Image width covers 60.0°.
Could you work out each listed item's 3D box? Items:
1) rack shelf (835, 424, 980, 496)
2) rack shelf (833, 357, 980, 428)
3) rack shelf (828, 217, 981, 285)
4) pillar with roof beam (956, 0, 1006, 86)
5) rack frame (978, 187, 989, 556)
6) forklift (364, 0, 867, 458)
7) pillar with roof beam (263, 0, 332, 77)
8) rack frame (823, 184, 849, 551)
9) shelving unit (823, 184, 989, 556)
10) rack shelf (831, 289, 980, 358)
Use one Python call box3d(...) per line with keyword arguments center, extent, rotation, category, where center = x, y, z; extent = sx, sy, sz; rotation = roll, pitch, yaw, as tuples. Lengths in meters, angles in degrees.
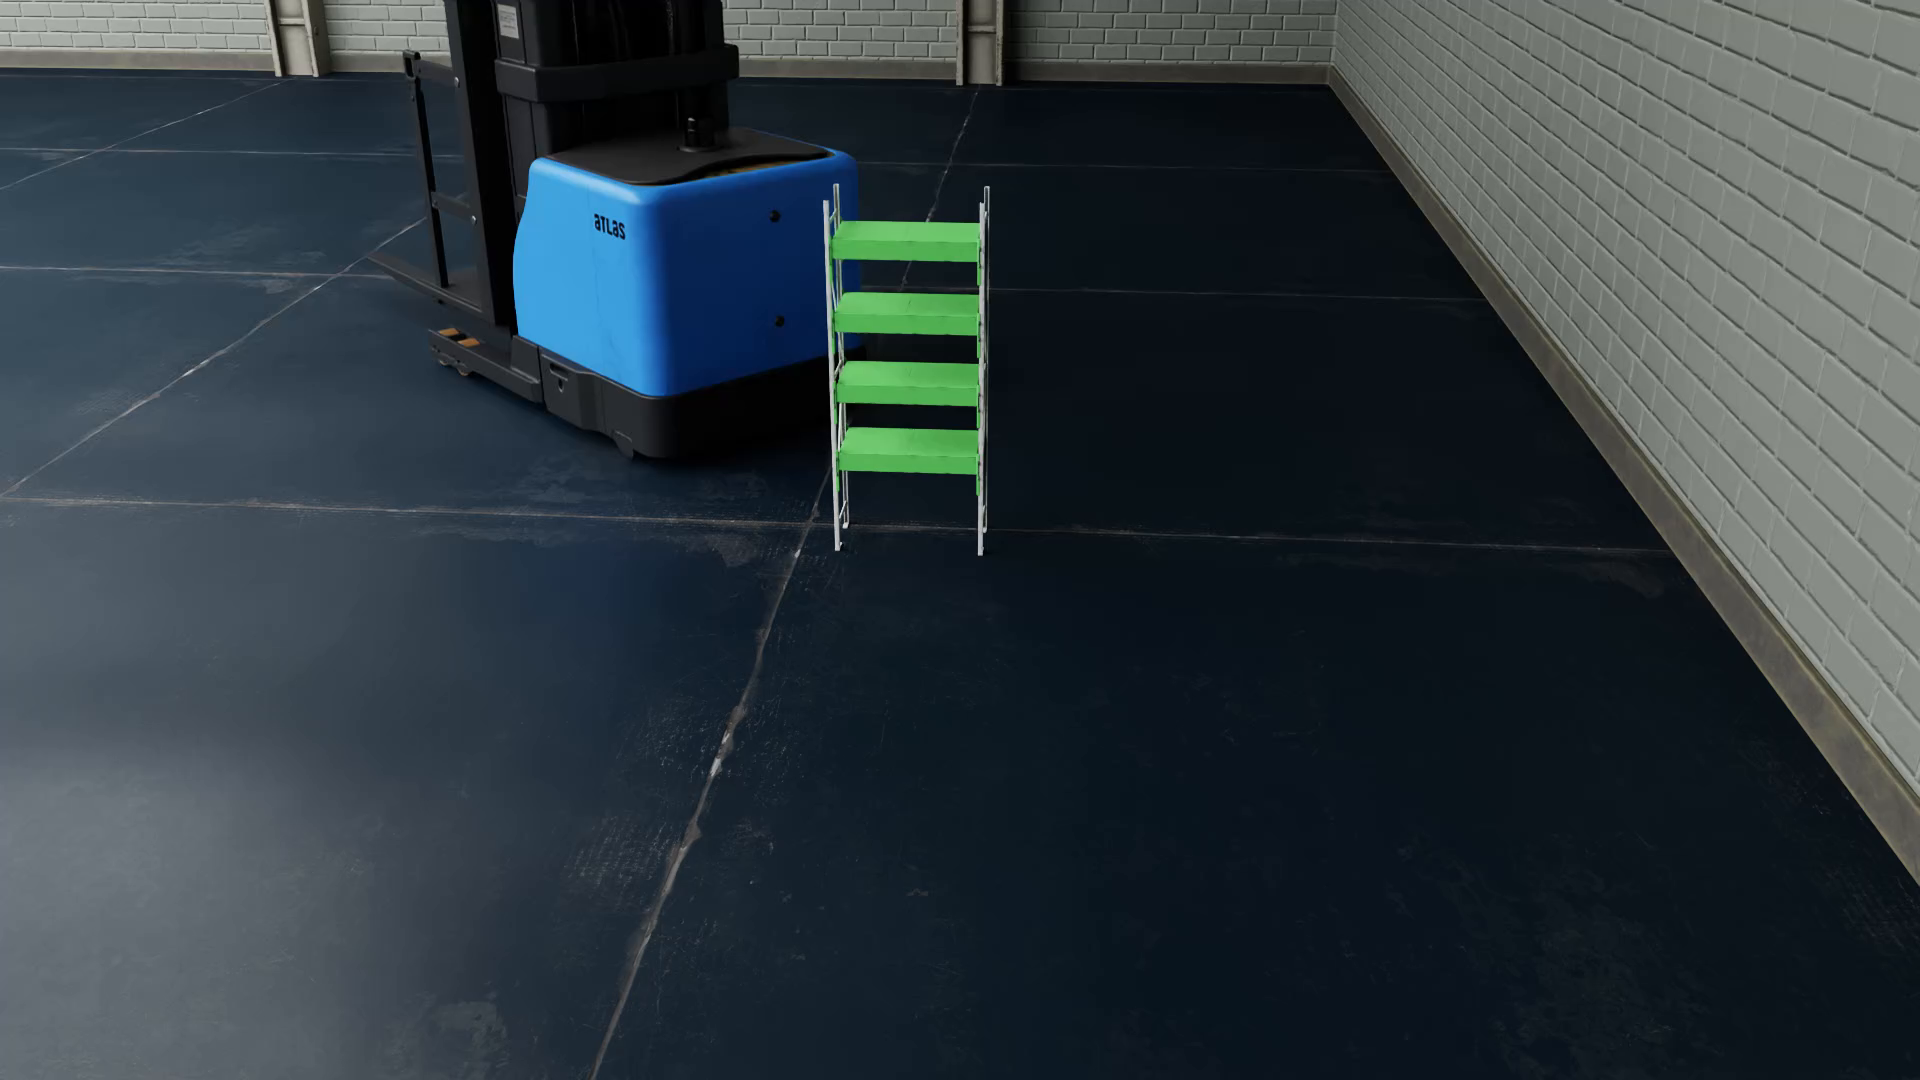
box3d(center=(-0.165, -0.274, 5.638), extent=(0.480, 0.148, 0.258), rotation=(2, 25, 4), category="rack shelf")
box3d(center=(-0.165, -0.492, 5.537), extent=(0.480, 0.148, 0.258), rotation=(2, 25, 4), category="rack shelf")
box3d(center=(-0.165, -0.928, 5.337), extent=(0.480, 0.148, 0.258), rotation=(2, 25, 4), category="rack shelf")
box3d(center=(-0.151, -6.234, 8.533), extent=(0.400, 9.000, 9.100), rotation=(2, 25, 4), category="pillar with roof beam")
box3d(center=(0.078, -0.543, 5.494), extent=(0.015, 1.200, 0.240), rotation=(2, 25, 4), category="rack frame")
box3d(center=(-1.730, -2.174, 6.968), extent=(1.130, 2.935, 3.031), rotation=(-20, 32, -37), category="forklift")
box3d(center=(-6.133, -6.426, 8.950), extent=(0.400, 9.000, 9.100), rotation=(2, 25, 4), category="pillar with roof beam")
box3d(center=(-0.408, -0.558, 5.528), extent=(0.015, 1.200, 0.240), rotation=(2, 25, 4), category="rack frame")
box3d(center=(-0.165, -0.550, 5.511), extent=(0.503, 1.200, 0.258), rotation=(2, 25, 4), category="shelving unit")
box3d(center=(-0.165, -0.710, 5.437), extent=(0.480, 0.148, 0.258), rotation=(2, 25, 4), category="rack shelf")
